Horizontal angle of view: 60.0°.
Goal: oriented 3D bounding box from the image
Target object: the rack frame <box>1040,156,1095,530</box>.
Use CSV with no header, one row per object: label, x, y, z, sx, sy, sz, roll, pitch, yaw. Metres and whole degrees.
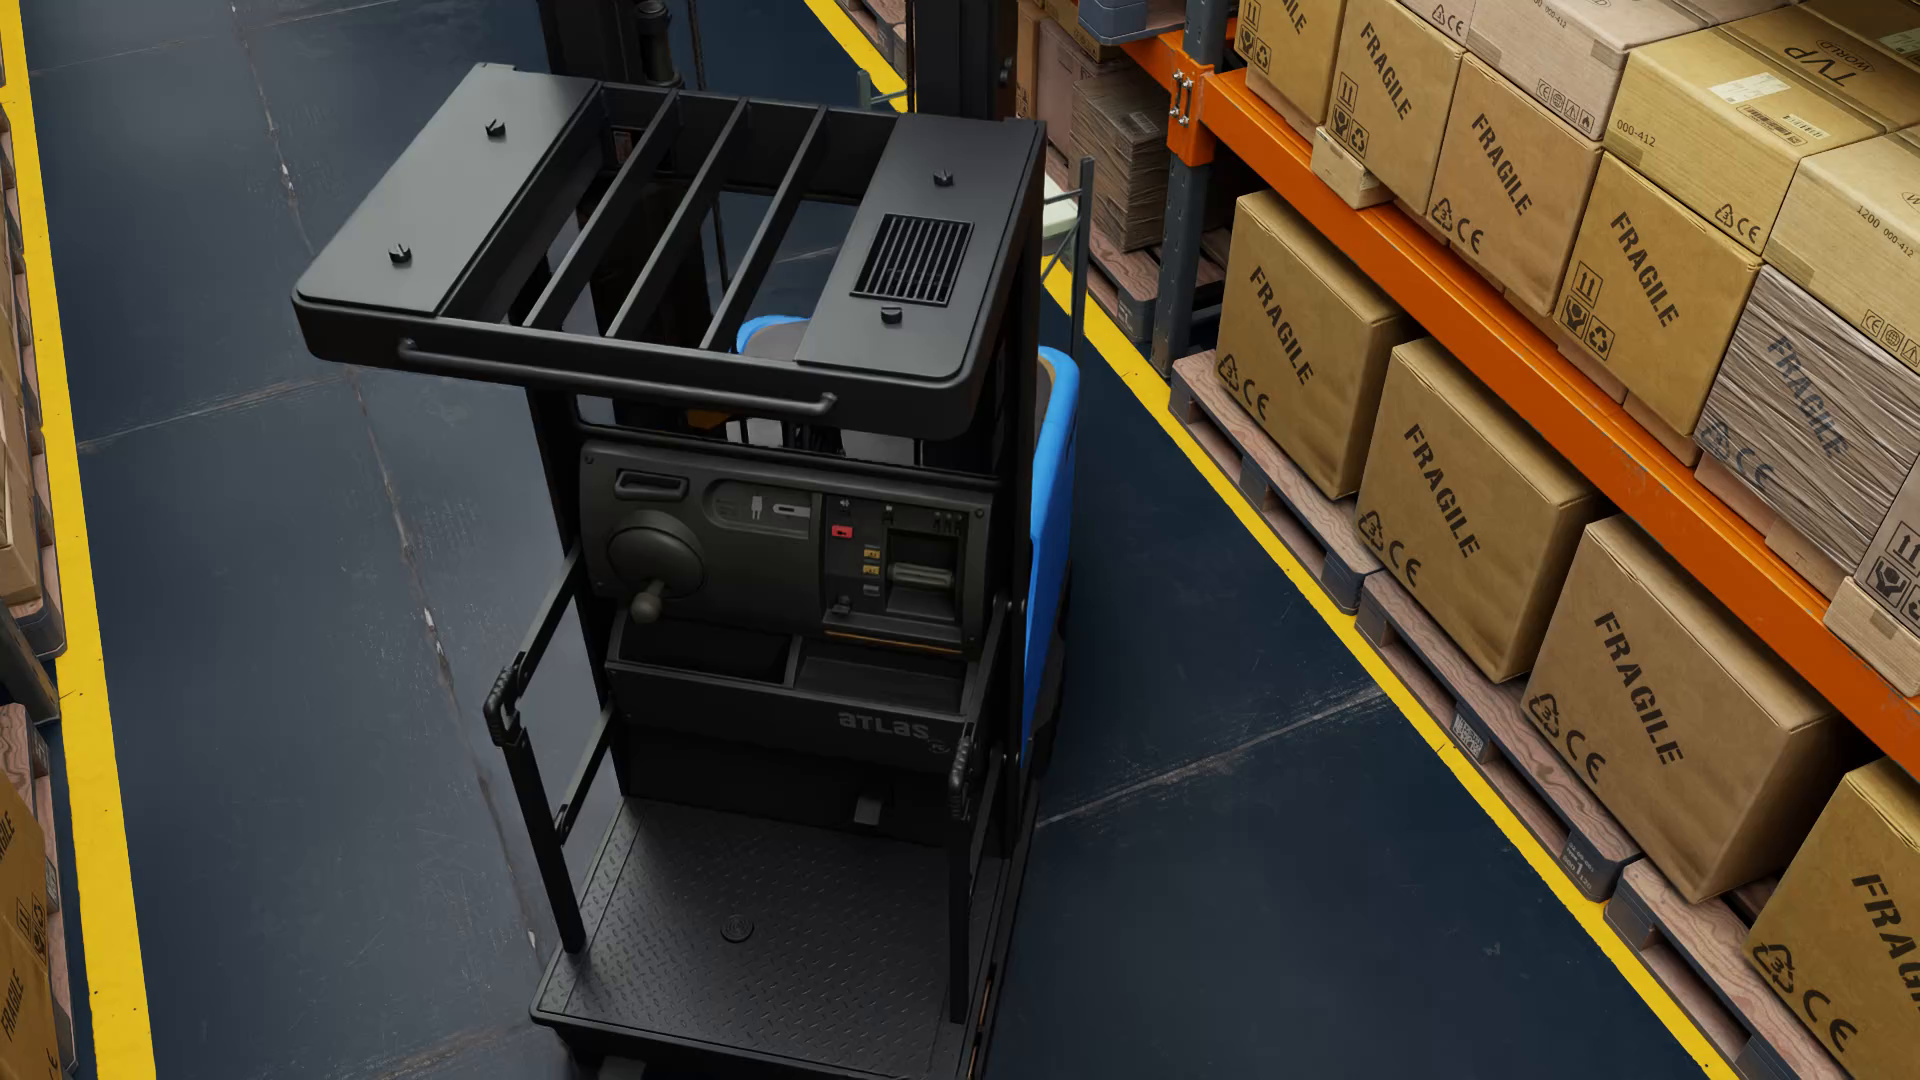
rack frame,0.198,-0.487,5.176,0.400,1.500,0.023,-19,48,-19

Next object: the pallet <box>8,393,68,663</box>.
pallet,-3.590,0.059,5.540,1.003,0.211,1.213,-18,47,-17

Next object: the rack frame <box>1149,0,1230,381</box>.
rack frame,1.213,-1.863,5.502,1.000,3.000,0.127,-18,47,-17

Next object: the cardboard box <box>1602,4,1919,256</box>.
cardboard box,1.831,-0.929,3.725,0.500,0.250,0.500,-19,48,-18

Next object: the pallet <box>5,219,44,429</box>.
pallet,-4.099,-0.717,6.327,1.003,0.211,1.213,-18,47,-17

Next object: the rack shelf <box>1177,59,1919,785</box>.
rack shelf,2.054,-0.332,4.463,1.077,0.370,4.000,-18,47,-17

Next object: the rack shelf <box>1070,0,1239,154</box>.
rack shelf,0.372,-2.881,7.046,1.077,0.370,4.000,-18,47,-17

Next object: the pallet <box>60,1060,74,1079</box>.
pallet,-2.491,1.859,3.716,1.003,0.211,1.213,-18,47,-17

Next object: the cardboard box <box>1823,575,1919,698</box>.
cardboard box,2.136,0.154,3.623,0.380,0.149,0.250,-18,47,-17

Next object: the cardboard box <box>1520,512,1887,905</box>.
cardboard box,2.128,0.361,4.480,0.750,0.750,0.750,-17,47,-16

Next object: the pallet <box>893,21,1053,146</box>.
pallet,0.377,-2.145,7.773,1.003,0.211,1.213,-18,47,-17

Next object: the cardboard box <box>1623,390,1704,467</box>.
cardboard box,1.901,-0.358,4.142,0.380,0.149,0.250,-17,47,-16

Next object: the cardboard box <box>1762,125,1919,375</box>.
cardboard box,2.046,-0.605,3.396,0.500,0.250,0.500,-17,47,-17

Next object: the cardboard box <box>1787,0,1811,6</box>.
cardboard box,2.067,-1.407,4.209,0.500,0.250,0.500,-19,48,-18

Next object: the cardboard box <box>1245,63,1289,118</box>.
cardboard box,1.142,-1.502,5.301,0.380,0.149,0.250,-19,48,-18

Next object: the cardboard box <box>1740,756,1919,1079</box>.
cardboard box,2.504,0.926,3.907,0.750,0.750,0.750,-18,47,-17

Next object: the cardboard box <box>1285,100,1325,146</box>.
cardboard box,1.240,-1.339,5.136,0.380,0.149,0.250,-17,47,-17

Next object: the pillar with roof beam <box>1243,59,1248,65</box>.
pillar with roof beam,-2.454,-3.811,3.205,9.100,9.000,0.400,-18,47,-17

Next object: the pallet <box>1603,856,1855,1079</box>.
pallet,2.502,1.210,4.374,1.003,0.211,1.213,-18,47,-17

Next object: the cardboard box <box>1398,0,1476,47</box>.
cardboard box,1.397,-1.570,4.375,0.500,0.250,0.500,-19,48,-18

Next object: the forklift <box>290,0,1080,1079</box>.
forklift,-0.435,0.143,3.564,1.129,2.867,3.031,8,45,8

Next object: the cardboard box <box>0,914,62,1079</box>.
cardboard box,-2.456,1.192,3.872,0.500,0.500,0.500,-20,48,-19

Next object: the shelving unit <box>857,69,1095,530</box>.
shelving unit,0.034,-0.717,5.409,0.431,1.500,0.755,-19,48,-19

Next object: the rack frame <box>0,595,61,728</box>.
rack frame,-3.280,-0.397,4.017,1.000,3.000,0.127,-18,47,-17

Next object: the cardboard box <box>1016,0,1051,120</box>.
cardboard box,0.518,-2.244,7.355,0.700,0.500,0.500,-18,47,-18

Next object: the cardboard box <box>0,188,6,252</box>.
cardboard box,-4.097,-1.290,6.580,0.500,0.250,0.500,-17,47,-17

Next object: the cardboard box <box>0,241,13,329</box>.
cardboard box,-3.885,-0.965,6.251,0.500,0.250,0.500,-17,47,-17

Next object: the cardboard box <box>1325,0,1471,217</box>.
cardboard box,1.397,-1.290,4.624,0.500,0.500,0.500,-17,47,-16

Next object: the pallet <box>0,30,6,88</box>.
pallet,-5.258,-2.473,8.106,1.003,0.211,1.213,-18,47,-17

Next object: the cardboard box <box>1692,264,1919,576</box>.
cardboard box,2.046,-0.327,3.648,0.500,0.500,0.500,-18,47,-17

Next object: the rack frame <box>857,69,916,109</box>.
rack frame,-0.131,-0.947,5.642,0.400,1.500,0.023,-19,48,-19

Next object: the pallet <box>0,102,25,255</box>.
pallet,-4.616,-1.496,7.116,1.003,0.211,1.213,-18,47,-17

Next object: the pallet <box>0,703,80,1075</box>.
pallet,-3.000,1.082,4.503,1.003,0.211,1.213,-18,47,-17

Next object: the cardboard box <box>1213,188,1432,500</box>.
cardboard box,1.404,-0.740,5.595,0.750,0.750,0.750,-19,48,-18

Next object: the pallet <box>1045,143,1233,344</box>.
pallet,0.886,-1.368,6.987,1.003,0.211,1.213,-18,47,-17

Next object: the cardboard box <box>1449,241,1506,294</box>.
cardboard box,1.609,-0.858,4.648,0.380,0.149,0.250,-17,47,-17

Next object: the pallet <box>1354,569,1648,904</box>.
pallet,1.986,0.431,5.163,1.003,0.211,1.213,-18,47,-17

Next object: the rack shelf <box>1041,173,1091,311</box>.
rack shelf,0.034,-0.995,5.135,0.431,0.370,0.720,-19,48,-19

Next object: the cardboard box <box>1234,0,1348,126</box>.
cardboard box,1.185,-1.626,4.965,0.500,0.500,0.500,-17,47,-16

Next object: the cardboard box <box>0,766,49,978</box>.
cardboard box,-2.673,0.863,4.207,0.500,0.500,0.500,-16,47,-16

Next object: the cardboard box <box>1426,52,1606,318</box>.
cardboard box,1.605,-0.973,4.303,0.500,0.500,0.500,-18,47,-18

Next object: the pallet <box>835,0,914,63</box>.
pallet,-0.140,-2.923,8.562,1.003,0.211,1.213,-18,47,-17

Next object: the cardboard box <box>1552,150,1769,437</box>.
cardboard box,1.831,-0.644,3.969,0.500,0.500,0.500,-17,47,-16

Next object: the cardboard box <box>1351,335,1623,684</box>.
cardboard box,1.766,-0.179,5.028,0.750,0.750,0.750,-18,47,-18

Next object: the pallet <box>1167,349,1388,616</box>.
pallet,1.477,-0.345,5.950,1.003,0.211,1.213,-18,47,-17
